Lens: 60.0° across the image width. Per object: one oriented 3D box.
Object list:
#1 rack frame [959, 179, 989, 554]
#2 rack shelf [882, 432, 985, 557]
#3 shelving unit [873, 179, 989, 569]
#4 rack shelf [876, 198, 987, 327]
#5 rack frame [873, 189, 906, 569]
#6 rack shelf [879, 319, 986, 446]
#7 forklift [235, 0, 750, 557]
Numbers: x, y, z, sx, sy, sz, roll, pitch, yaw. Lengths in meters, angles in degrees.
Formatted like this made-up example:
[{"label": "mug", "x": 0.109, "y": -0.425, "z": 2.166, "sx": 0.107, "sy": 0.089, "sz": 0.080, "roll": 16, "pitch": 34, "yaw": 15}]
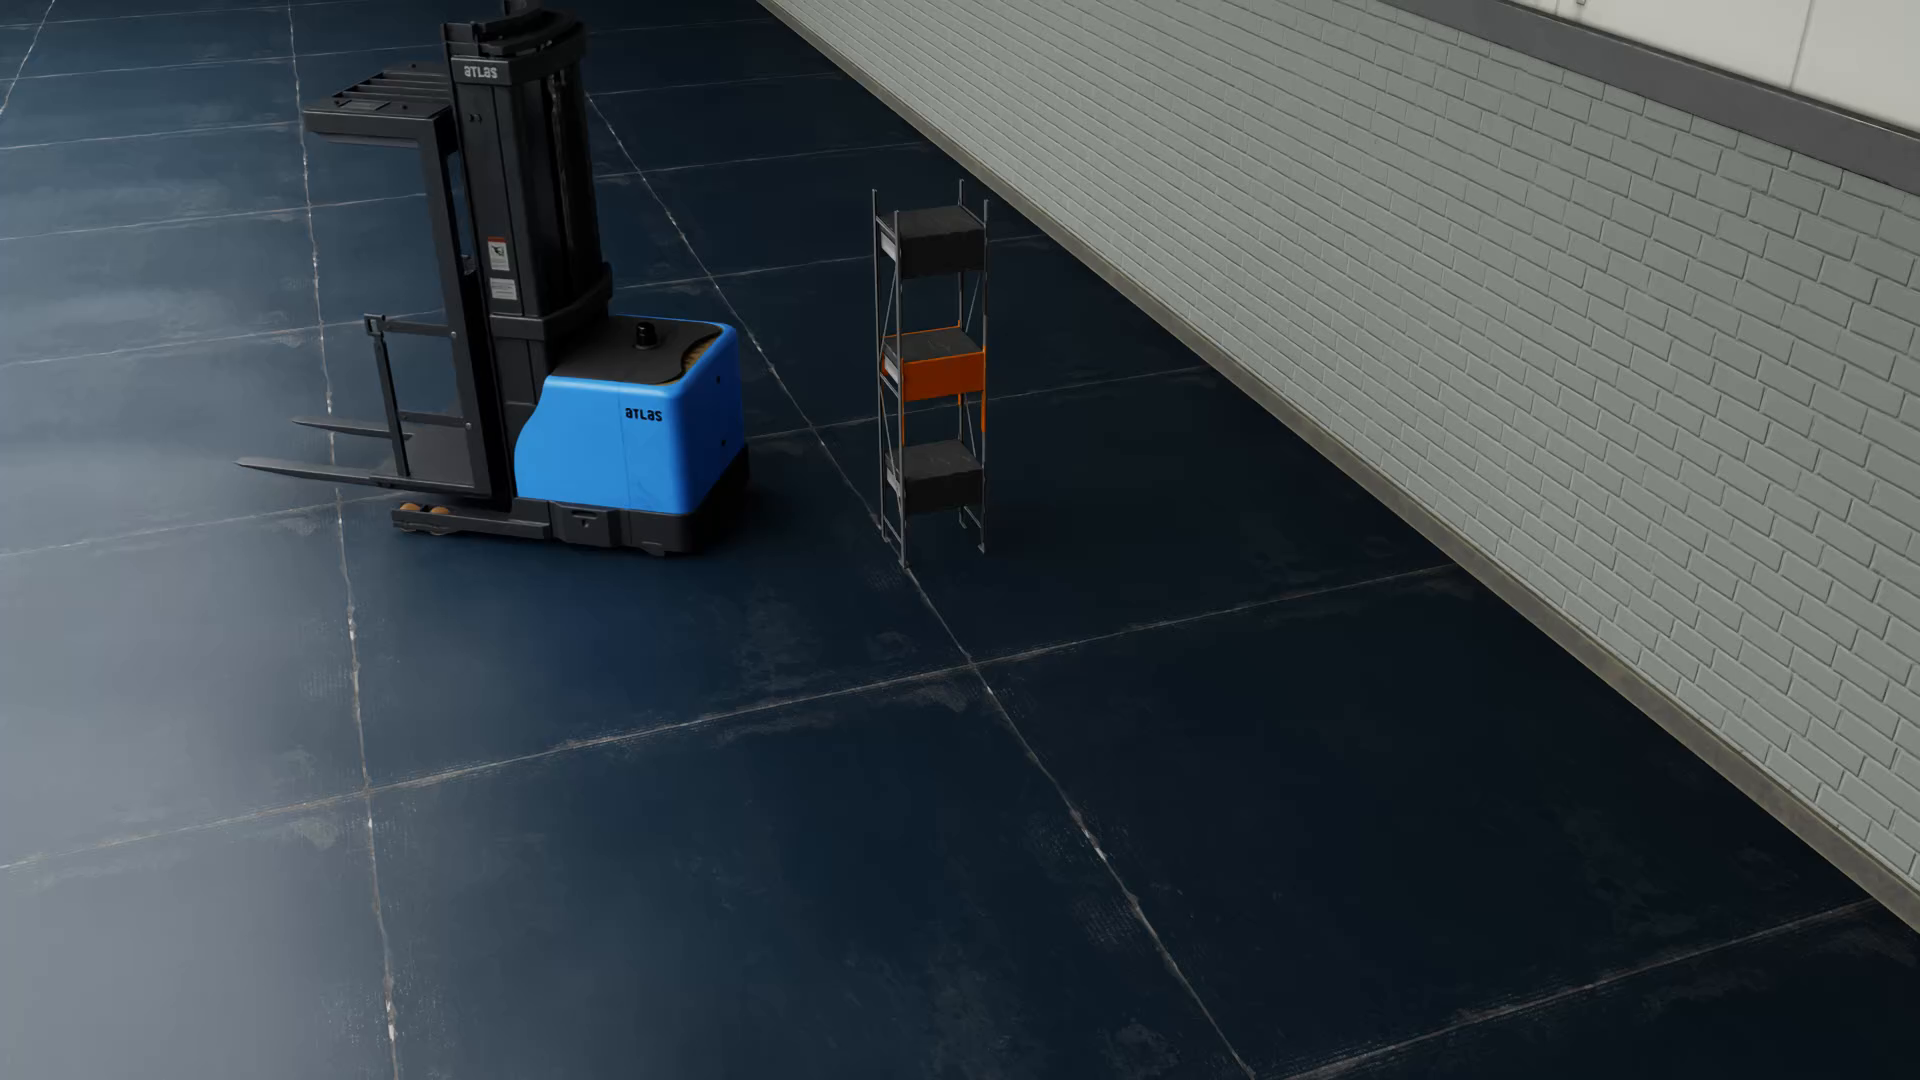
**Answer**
[{"label": "rack frame", "x": 0.074, "y": -0.926, "z": 9.254, "sx": 0.015, "sy": 2.100, "sz": 0.400, "roll": -10, "pitch": 31, "yaw": -18}, {"label": "rack shelf", "x": -0.155, "y": -0.264, "z": 9.533, "sx": 0.480, "sy": 0.518, "sz": 0.431, "roll": -10, "pitch": 31, "yaw": -18}, {"label": "shelving unit", "x": -0.155, "y": -0.884, "z": 9.180, "sx": 0.503, "sy": 2.100, "sz": 0.431, "roll": -10, "pitch": 31, "yaw": -18}, {"label": "rack shelf", "x": -0.155, "y": -1.480, "z": 8.840, "sx": 0.480, "sy": 0.518, "sz": 0.431, "roll": -10, "pitch": 31, "yaw": -18}, {"label": "rack frame", "x": -0.384, "y": -0.842, "z": 9.106, "sx": 0.015, "sy": 2.100, "sz": 0.400, "roll": -10, "pitch": 31, "yaw": -18}, {"label": "rack shelf", "x": -0.155, "y": -0.872, "z": 9.187, "sx": 0.480, "sy": 0.518, "sz": 0.431, "roll": -10, "pitch": 31, "yaw": -18}, {"label": "forklift", "x": -2.870, "y": -1.547, "z": 9.504, "sx": 3.031, "sy": 2.935, "sz": 1.130, "roll": 6, "pitch": 30, "yaw": 11}]
